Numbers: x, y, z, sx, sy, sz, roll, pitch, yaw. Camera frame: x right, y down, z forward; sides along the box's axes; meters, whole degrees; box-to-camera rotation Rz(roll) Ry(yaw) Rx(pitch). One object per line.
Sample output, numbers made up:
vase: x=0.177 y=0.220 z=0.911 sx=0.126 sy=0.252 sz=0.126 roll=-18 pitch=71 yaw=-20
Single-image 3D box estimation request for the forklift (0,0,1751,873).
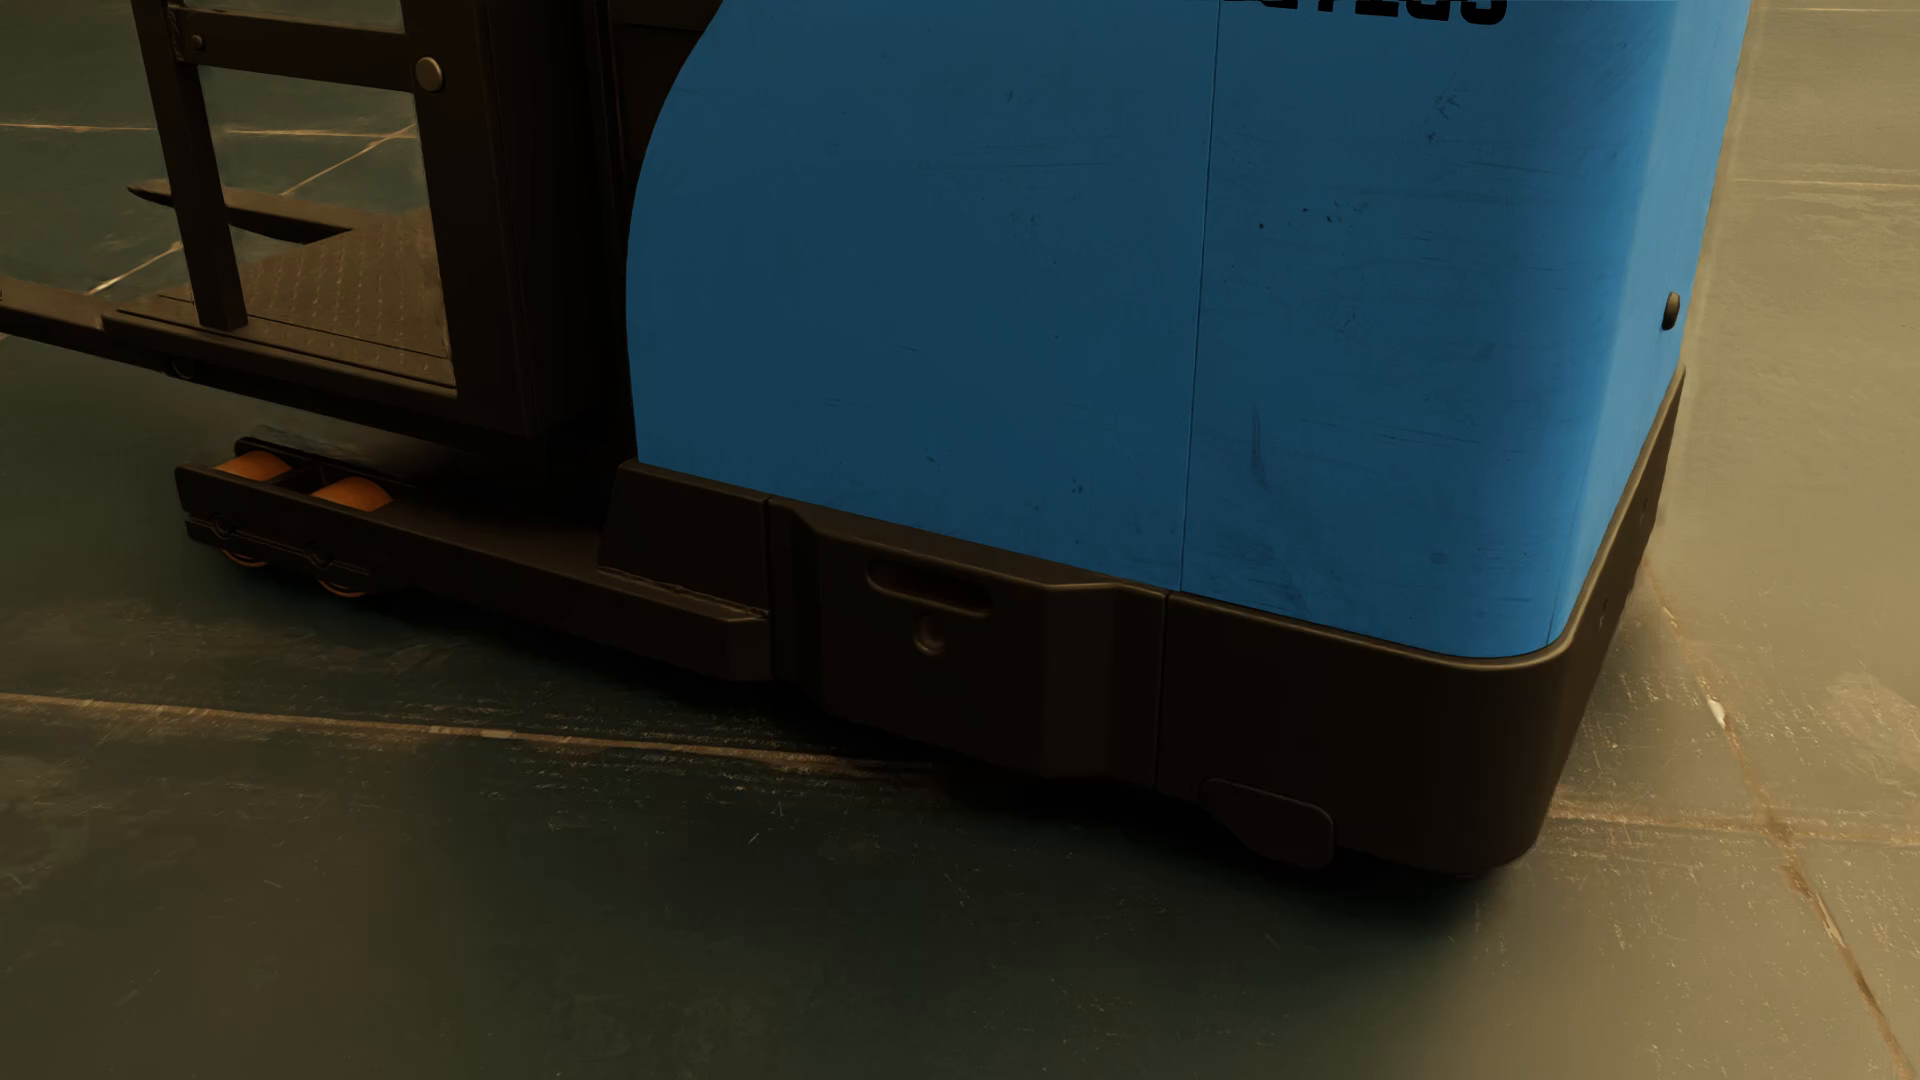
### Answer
forklift: x=-0.542 y=-1.422 z=2.067 sx=3.031 sy=2.935 sz=1.130 roll=14 pitch=30 yaw=25
